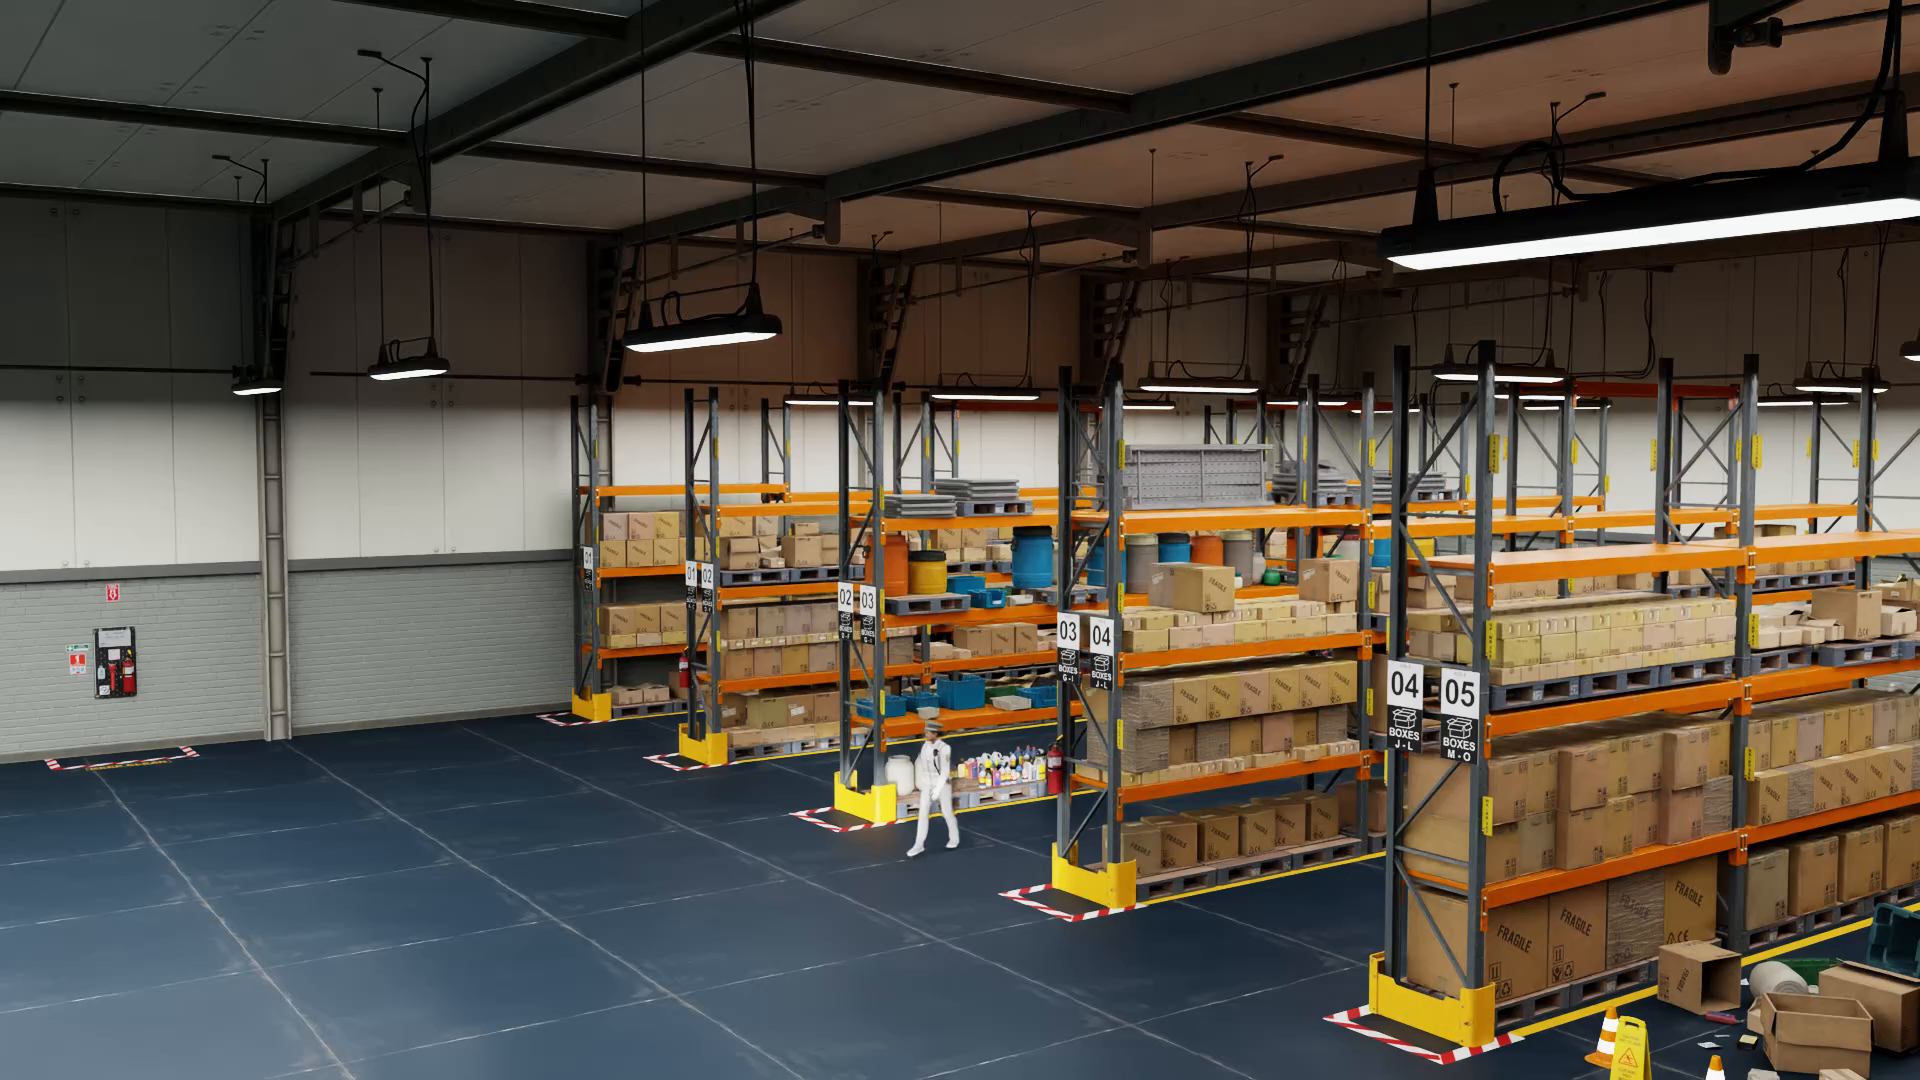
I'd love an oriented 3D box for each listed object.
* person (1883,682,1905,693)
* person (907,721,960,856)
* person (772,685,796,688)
[{"bbox_3d":[13.754,2.877,24.317,0.857,1.618,0.489,-3,4,-36],"label":"person"},{"bbox_3d":[-0.335,3.074,20.771,0.514,1.635,0.923,2,4,36],"label":"person"},{"bbox_3d":[-3.238,2.483,30.178,0.845,1.818,0.617,-2,4,-30],"label":"person"}]
